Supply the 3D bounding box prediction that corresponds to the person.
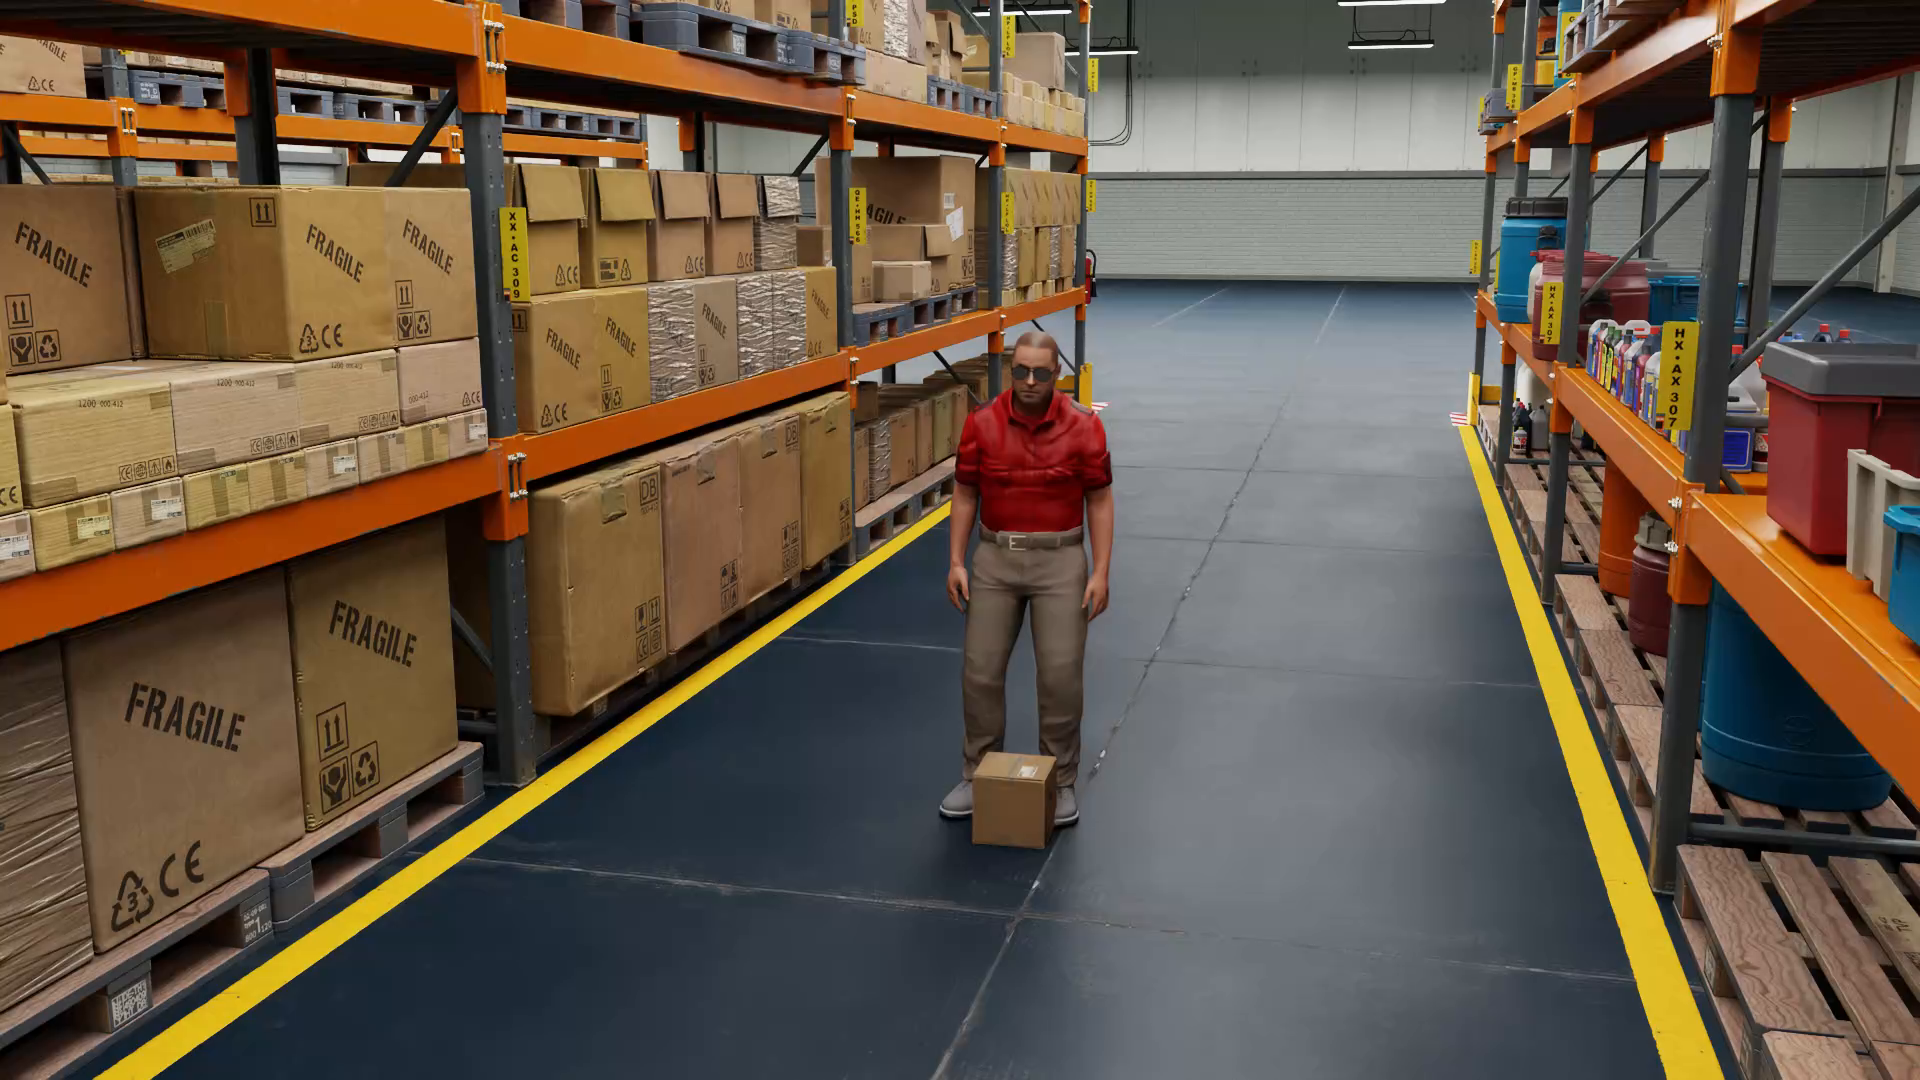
[{"bbox_3d":[0.240,0.124,5.866,0.591,1.725,0.393,2,12,11],"label":"person"}]
